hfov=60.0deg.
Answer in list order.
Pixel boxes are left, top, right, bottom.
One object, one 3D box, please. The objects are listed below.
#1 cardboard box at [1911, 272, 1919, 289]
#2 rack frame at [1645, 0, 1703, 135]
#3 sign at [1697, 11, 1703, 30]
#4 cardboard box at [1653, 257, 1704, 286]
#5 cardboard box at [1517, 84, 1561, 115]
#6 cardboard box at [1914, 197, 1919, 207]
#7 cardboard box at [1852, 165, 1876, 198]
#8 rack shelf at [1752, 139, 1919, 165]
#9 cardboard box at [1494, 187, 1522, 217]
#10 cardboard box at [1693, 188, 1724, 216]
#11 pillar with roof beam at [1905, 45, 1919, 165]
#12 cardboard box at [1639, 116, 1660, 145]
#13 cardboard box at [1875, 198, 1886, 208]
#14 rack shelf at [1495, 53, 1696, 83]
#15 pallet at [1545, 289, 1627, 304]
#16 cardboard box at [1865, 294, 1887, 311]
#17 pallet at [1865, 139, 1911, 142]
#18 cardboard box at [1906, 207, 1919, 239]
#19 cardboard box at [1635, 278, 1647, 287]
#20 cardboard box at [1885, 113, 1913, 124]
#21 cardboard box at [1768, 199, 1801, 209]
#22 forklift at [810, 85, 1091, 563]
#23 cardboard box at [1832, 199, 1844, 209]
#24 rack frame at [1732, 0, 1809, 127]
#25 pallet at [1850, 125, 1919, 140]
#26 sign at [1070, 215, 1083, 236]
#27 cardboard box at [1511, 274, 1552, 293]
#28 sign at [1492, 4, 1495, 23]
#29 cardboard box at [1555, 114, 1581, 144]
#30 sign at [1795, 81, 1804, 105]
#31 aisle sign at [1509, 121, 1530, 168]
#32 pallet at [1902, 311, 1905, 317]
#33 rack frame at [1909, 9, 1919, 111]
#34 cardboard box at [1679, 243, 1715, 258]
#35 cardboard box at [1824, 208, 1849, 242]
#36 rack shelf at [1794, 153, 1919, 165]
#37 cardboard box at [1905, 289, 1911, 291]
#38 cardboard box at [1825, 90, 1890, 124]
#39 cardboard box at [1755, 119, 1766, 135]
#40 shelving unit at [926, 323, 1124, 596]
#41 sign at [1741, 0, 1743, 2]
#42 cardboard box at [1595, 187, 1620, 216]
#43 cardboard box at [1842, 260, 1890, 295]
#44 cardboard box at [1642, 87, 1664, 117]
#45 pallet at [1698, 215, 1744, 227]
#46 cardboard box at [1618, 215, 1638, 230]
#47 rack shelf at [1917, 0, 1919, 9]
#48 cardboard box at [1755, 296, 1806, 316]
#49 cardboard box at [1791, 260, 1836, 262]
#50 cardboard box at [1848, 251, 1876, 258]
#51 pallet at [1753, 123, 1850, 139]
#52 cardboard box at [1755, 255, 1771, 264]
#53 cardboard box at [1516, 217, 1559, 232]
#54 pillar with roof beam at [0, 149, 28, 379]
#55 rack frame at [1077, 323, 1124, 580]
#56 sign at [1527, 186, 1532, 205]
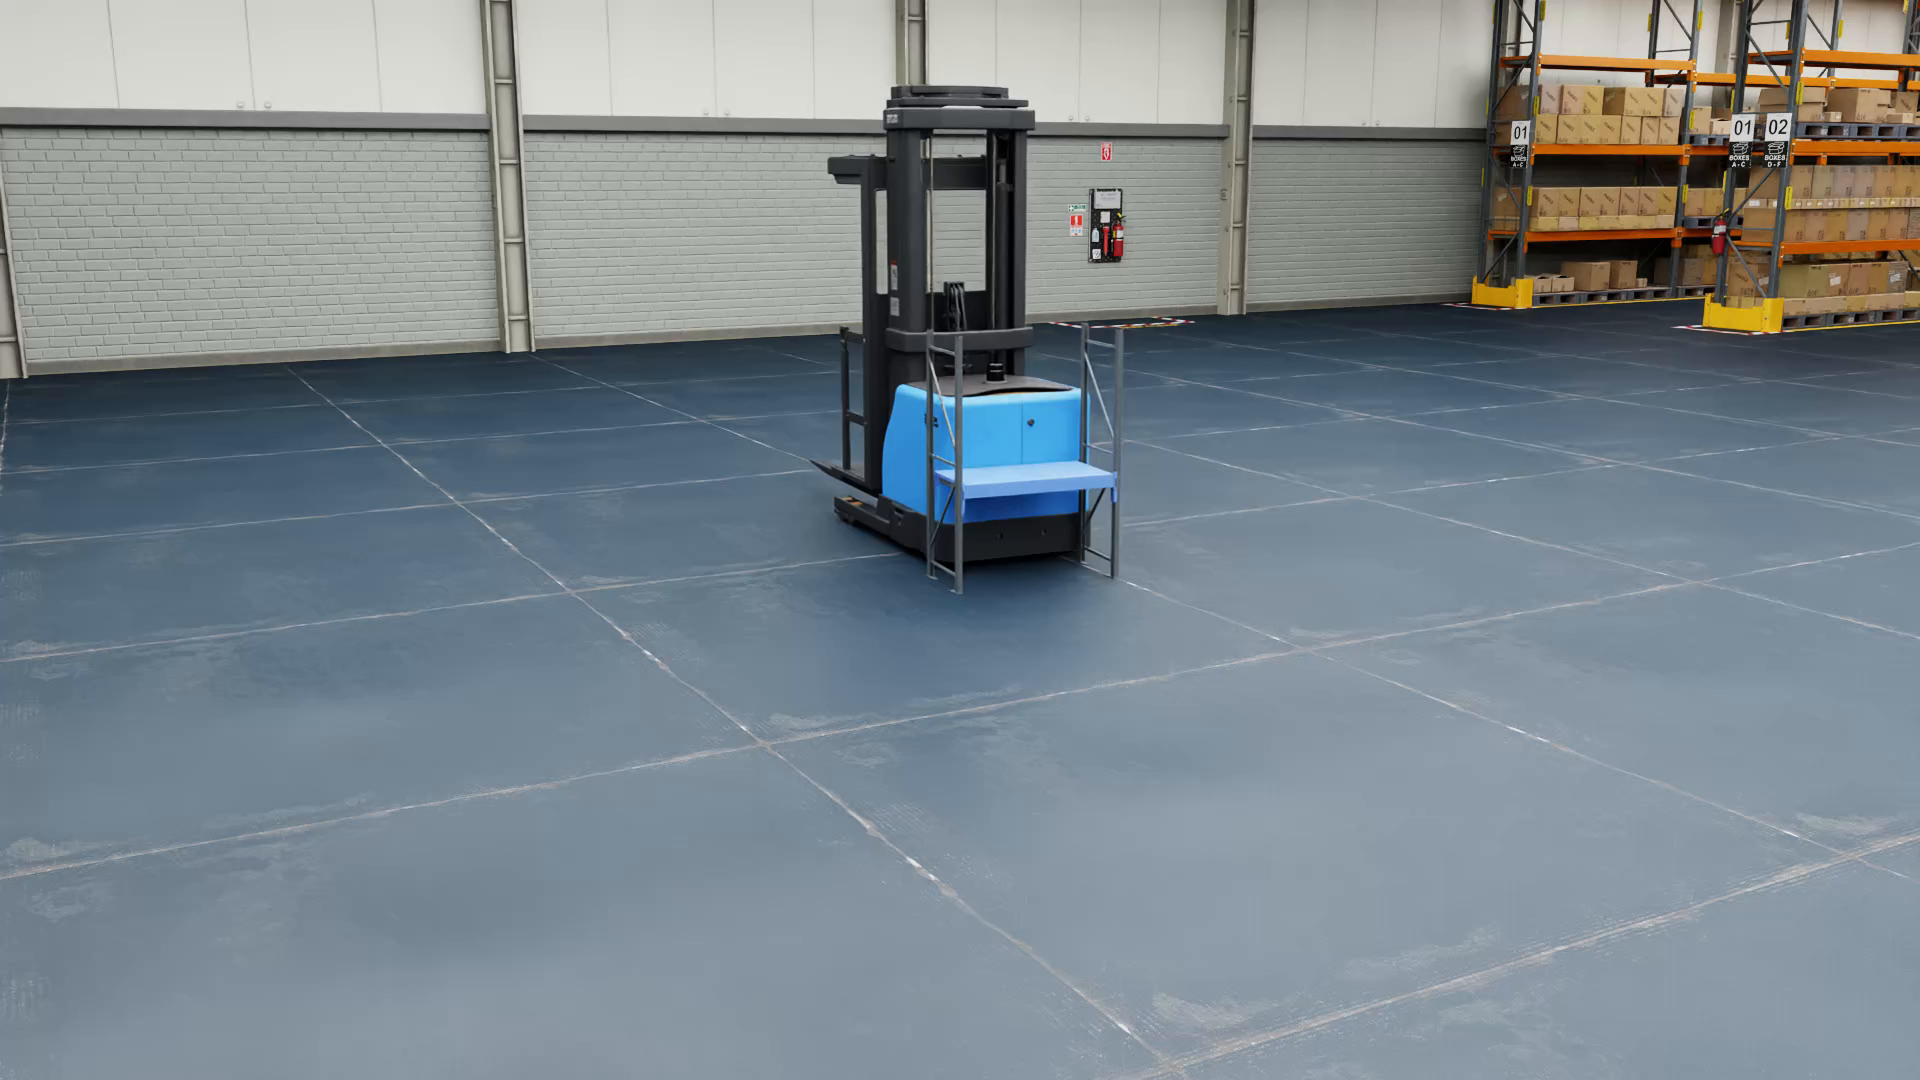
[{"bbox_3d":[16.006,-4.266,27.260,0.500,0.311,0.500,-7,14,-28],"label":"cardboard box"},{"bbox_3d":[13.147,-9.014,30.667,0.127,3.000,1.000,-7,14,-28],"label":"rack frame"},{"bbox_3d":[13.391,-9.402,30.083,0.005,0.325,0.100,-7,14,-28],"label":"sign"},{"bbox_3d":[13.786,-5.163,31.910,0.500,0.500,0.700,-6,14,-26],"label":"cardboard box"},{"bbox_3d":[10.091,-7.670,28.976,0.500,0.500,0.500,-8,15,-32],"label":"cardboard box"},{"bbox_3d":[15.170,-5.403,26.579,0.250,0.149,0.380,-7,15,-29],"label":"cardboard box"},{"bbox_3d":[13.816,-5.608,26.016,0.500,0.500,0.700,-7,14,-28],"label":"cardboard box"},{"bbox_3d":[13.769,-6.035,25.900,4.000,0.370,1.077,-7,14,-28],"label":"rack shelf"},{"bbox_3d":[9.948,-6.059,29.790,0.500,0.500,0.500,-7,14,-28],"label":"cardboard box"},{"bbox_3d":[14.104,-6.455,31.730,0.500,0.500,0.700,-5,14,-22],"label":"cardboard box"},{"bbox_3d":[22.432,-9.266,31.788,0.400,9.000,9.100,-7,14,-28],"label":"pillar with roof beam"},{"bbox_3d":[12.373,-7.458,30.310,0.500,0.500,0.500,-8,15,-33],"label":"cardboard box"},{"bbox_3d":[14.273,-5.295,26.101,0.250,0.149,0.380,-6,14,-26],"label":"cardboard box"},{"bbox_3d":[11.392,-8.451,29.812,4.000,0.370,1.077,-7,14,-28],"label":"rack shelf"},{"bbox_3d":[11.503,-4.520,30.714,1.213,0.211,1.003,-7,14,-28],"label":"pallet"},{"bbox_3d":[14.347,-3.799,26.466,0.500,0.250,0.500,-7,14,-28],"label":"cardboard box"},{"bbox_3d":[19.388,-8.193,34.286,1.217,0.209,0.805,-8,15,-30],"label":"pallet"},{"bbox_3d":[15.138,-5.134,26.862,0.500,0.500,0.700,-7,15,-29],"label":"cardboard box"},{"bbox_3d":[12.692,-4.858,31.313,0.250,0.166,0.380,-9,16,-35],"label":"cardboard box"},{"bbox_3d":[14.596,-6.567,25.924,0.250,0.149,0.380,-7,14,-28],"label":"cardboard box"},{"bbox_3d":[12.461,-5.077,25.133,0.250,0.149,0.380,-7,14,-28],"label":"cardboard box"},{"bbox_3d":[-0.235,-1.564,11.385,1.130,2.935,3.031,-6,14,-24],"label":"forklift"},{"bbox_3d":[13.366,-5.186,25.617,0.250,0.149,0.380,-7,15,-30],"label":"cardboard box"},{"bbox_3d":[12.013,-7.639,24.557,0.127,3.000,1.000,-7,14,-28],"label":"rack frame"},{"bbox_3d":[14.788,-6.458,26.345,1.213,0.211,1.003,-7,14,-28],"label":"pallet"},{"bbox_3d":[1.848,-5.002,26.423,0.234,0.329,0.001,-7,14,-28],"label":"sign"},{"bbox_3d":[10.287,-4.625,29.949,0.500,0.311,0.500,-9,15,-34],"label":"cardboard box"},{"bbox_3d":[9.388,-9.235,29.162,0.005,0.325,0.100,-7,14,-28],"label":"sign"},{"bbox_3d":[10.538,-7.225,29.276,0.500,0.500,0.500,-6,14,-24],"label":"cardboard box"},{"bbox_3d":[12.274,-6.533,24.304,0.005,0.325,0.100,-7,14,-28],"label":"sign"},{"bbox_3d":[9.717,-6.869,28.880,0.004,0.787,0.394,-7,14,-28],"label":"aisle sign"},{"bbox_3d":[16.152,-3.858,27.770,1.213,0.211,1.003,-7,14,-28],"label":"pallet"},{"bbox_3d":[20.169,-9.856,34.407,0.127,3.000,1.000,-7,14,-28],"label":"rack frame"},{"bbox_3d":[14.170,-5.576,32.037,0.500,0.250,0.500,-7,15,-29],"label":"cardboard box"},{"bbox_3d":[13.326,-4.915,25.889,0.500,0.500,0.700,-7,14,-27],"label":"cardboard box"},{"bbox_3d":[18.414,-7.831,33.880,4.000,0.370,1.077,-7,14,-28],"label":"rack shelf"},{"bbox_3d":[15.749,-4.096,27.783,0.500,0.250,0.500,-7,14,-28],"label":"cardboard box"},{"bbox_3d":[14.018,-6.771,26.022,0.637,0.503,0.797,-5,14,-22],"label":"cardboard box"},{"bbox_3d":[15.476,-7.913,32.326,0.637,0.503,0.797,-5,14,-20],"label":"cardboard box"},{"bbox_3d":[0.378,-0.501,9.921,1.048,1.500,0.538,-5,14,-21],"label":"shelving unit"},{"bbox_3d":[11.766,-8.239,24.917,0.005,0.325,0.100,-7,14,-28],"label":"sign"},{"bbox_3d":[11.542,-6.121,30.064,0.500,0.500,0.500,-6,14,-26],"label":"cardboard box"},{"bbox_3d":[14.340,-4.168,26.394,0.500,0.500,0.500,-7,14,-28],"label":"cardboard box"},{"bbox_3d":[12.359,-7.932,30.140,0.500,0.500,0.500,-6,14,-25],"label":"cardboard box"},{"bbox_3d":[14.940,-6.198,32.256,1.213,0.211,1.003,-7,14,-28],"label":"pallet"},{"bbox_3d":[12.002,-5.809,30.385,0.500,0.250,0.500,-7,14,-28],"label":"cardboard box"},{"bbox_3d":[18.414,-10.916,33.186,4.000,0.370,1.077,-7,14,-28],"label":"rack shelf"},{"bbox_3d":[12.591,-3.589,25.532,0.500,0.250,0.500,-7,14,-28],"label":"cardboard box"},{"bbox_3d":[13.652,-4.216,26.607,0.500,0.500,0.500,-7,14,-28],"label":"cardboard box"},{"bbox_3d":[18.139,-5.807,34.021,0.750,0.750,0.750,-7,14,-28],"label":"cardboard box"},{"bbox_3d":[12.646,-6.202,25.205,1.213,0.211,1.003,-7,14,-28],"label":"pallet"},{"bbox_3d":[15.544,-5.386,32.899,0.500,0.500,0.700,-7,14,-28],"label":"cardboard box"},{"bbox_3d":[10.217,-5.593,29.426,0.500,0.250,0.500,-7,15,-29],"label":"cardboard box"},{"bbox_3d":[-9.166,-5.479,14.960,0.400,9.000,9.100,-7,14,-28],"label":"pillar with roof beam"},{"bbox_3d":[0.849,-0.543,10.107,0.032,1.500,0.500,-5,14,-21],"label":"rack frame"},{"bbox_3d":[9.897,-5.984,28.896,0.005,0.325,0.100,-7,14,-28],"label":"sign"}]
